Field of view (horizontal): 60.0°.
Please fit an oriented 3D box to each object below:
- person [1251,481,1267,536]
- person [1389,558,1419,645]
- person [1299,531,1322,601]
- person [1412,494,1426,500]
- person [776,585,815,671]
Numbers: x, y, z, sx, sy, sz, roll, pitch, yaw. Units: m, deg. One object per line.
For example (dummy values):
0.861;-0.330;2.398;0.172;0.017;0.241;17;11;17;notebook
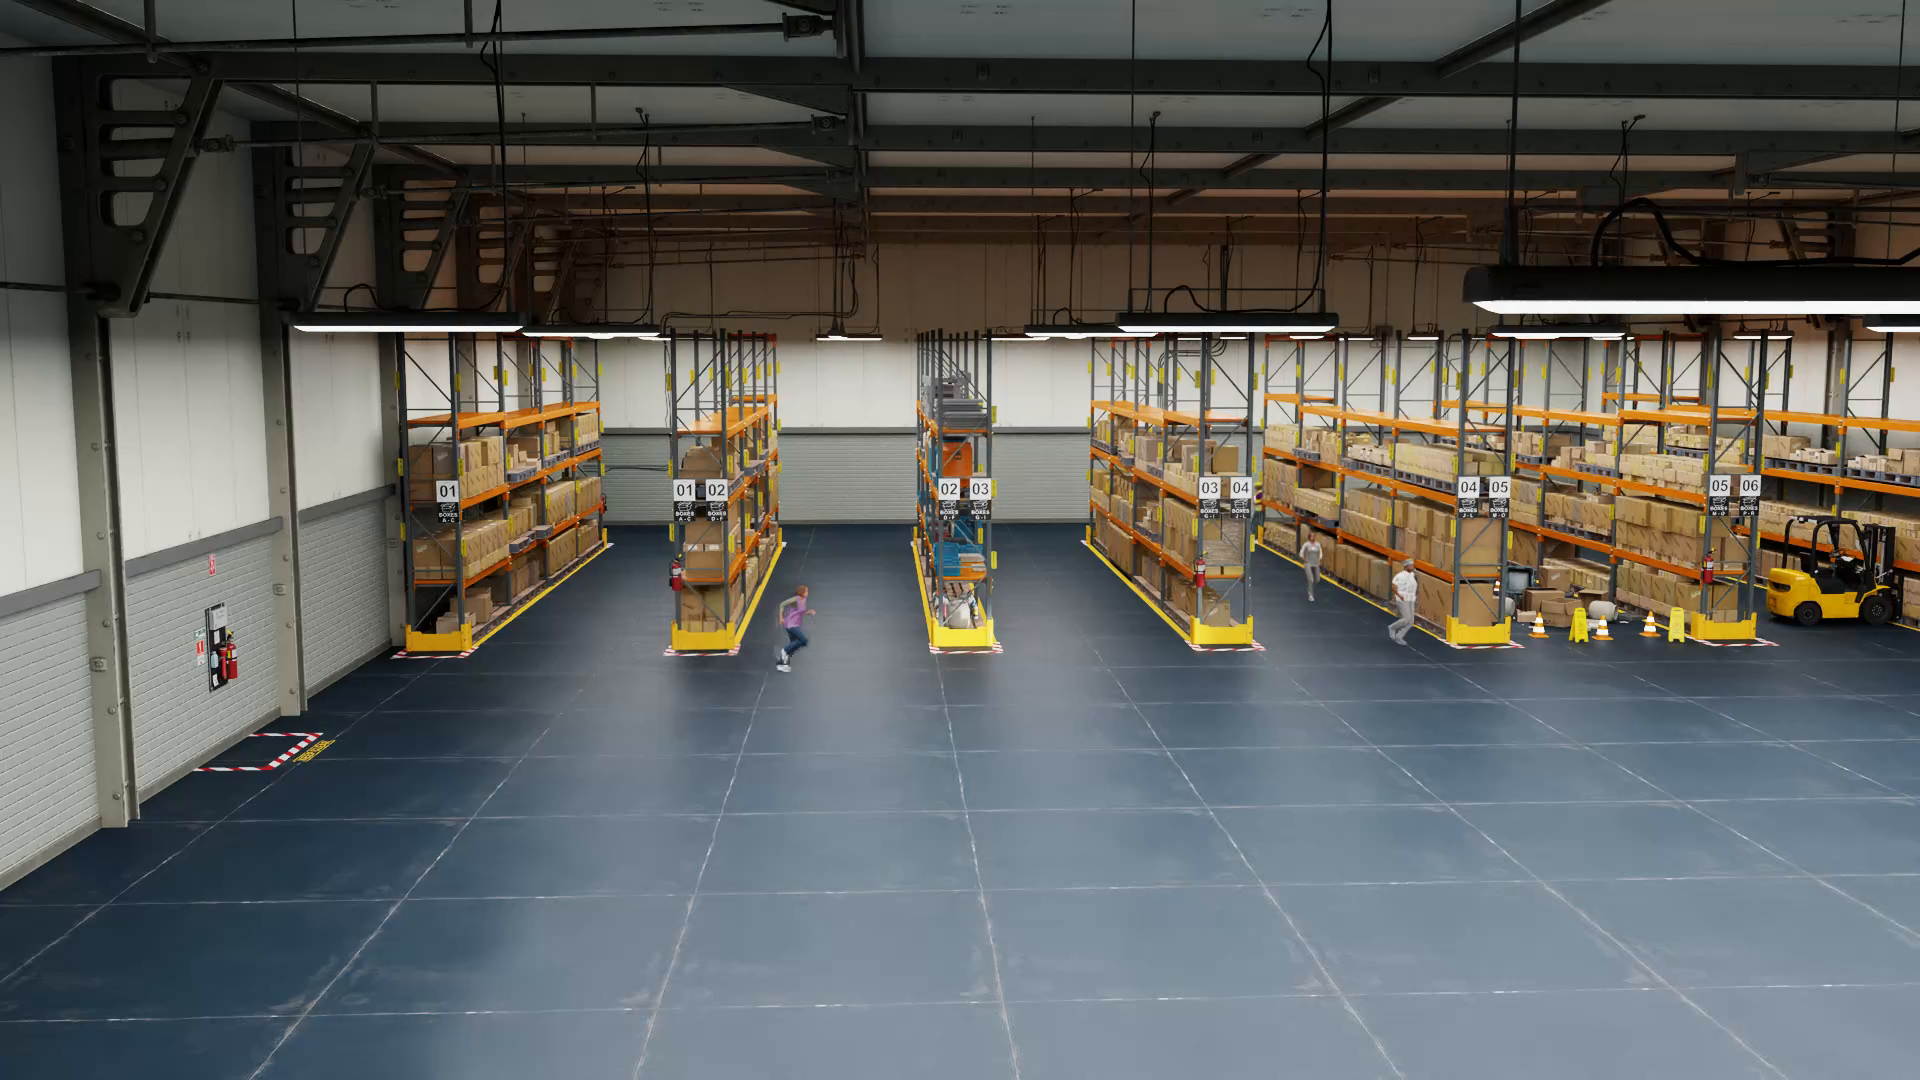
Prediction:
8.918;-0.886;49.140;0.835;1.763;0.778;0;7;4;person
8.540;1.166;31.831;0.610;1.664;0.509;-5;8;-35;person
7.851;0.575;37.192;0.534;1.547;0.565;0;7;-4;person
13.813;-0.957;49.469;0.875;1.826;0.716;2;7;15;person
-2.879;1.557;29.136;0.725;1.490;0.525;2;7;13;person
